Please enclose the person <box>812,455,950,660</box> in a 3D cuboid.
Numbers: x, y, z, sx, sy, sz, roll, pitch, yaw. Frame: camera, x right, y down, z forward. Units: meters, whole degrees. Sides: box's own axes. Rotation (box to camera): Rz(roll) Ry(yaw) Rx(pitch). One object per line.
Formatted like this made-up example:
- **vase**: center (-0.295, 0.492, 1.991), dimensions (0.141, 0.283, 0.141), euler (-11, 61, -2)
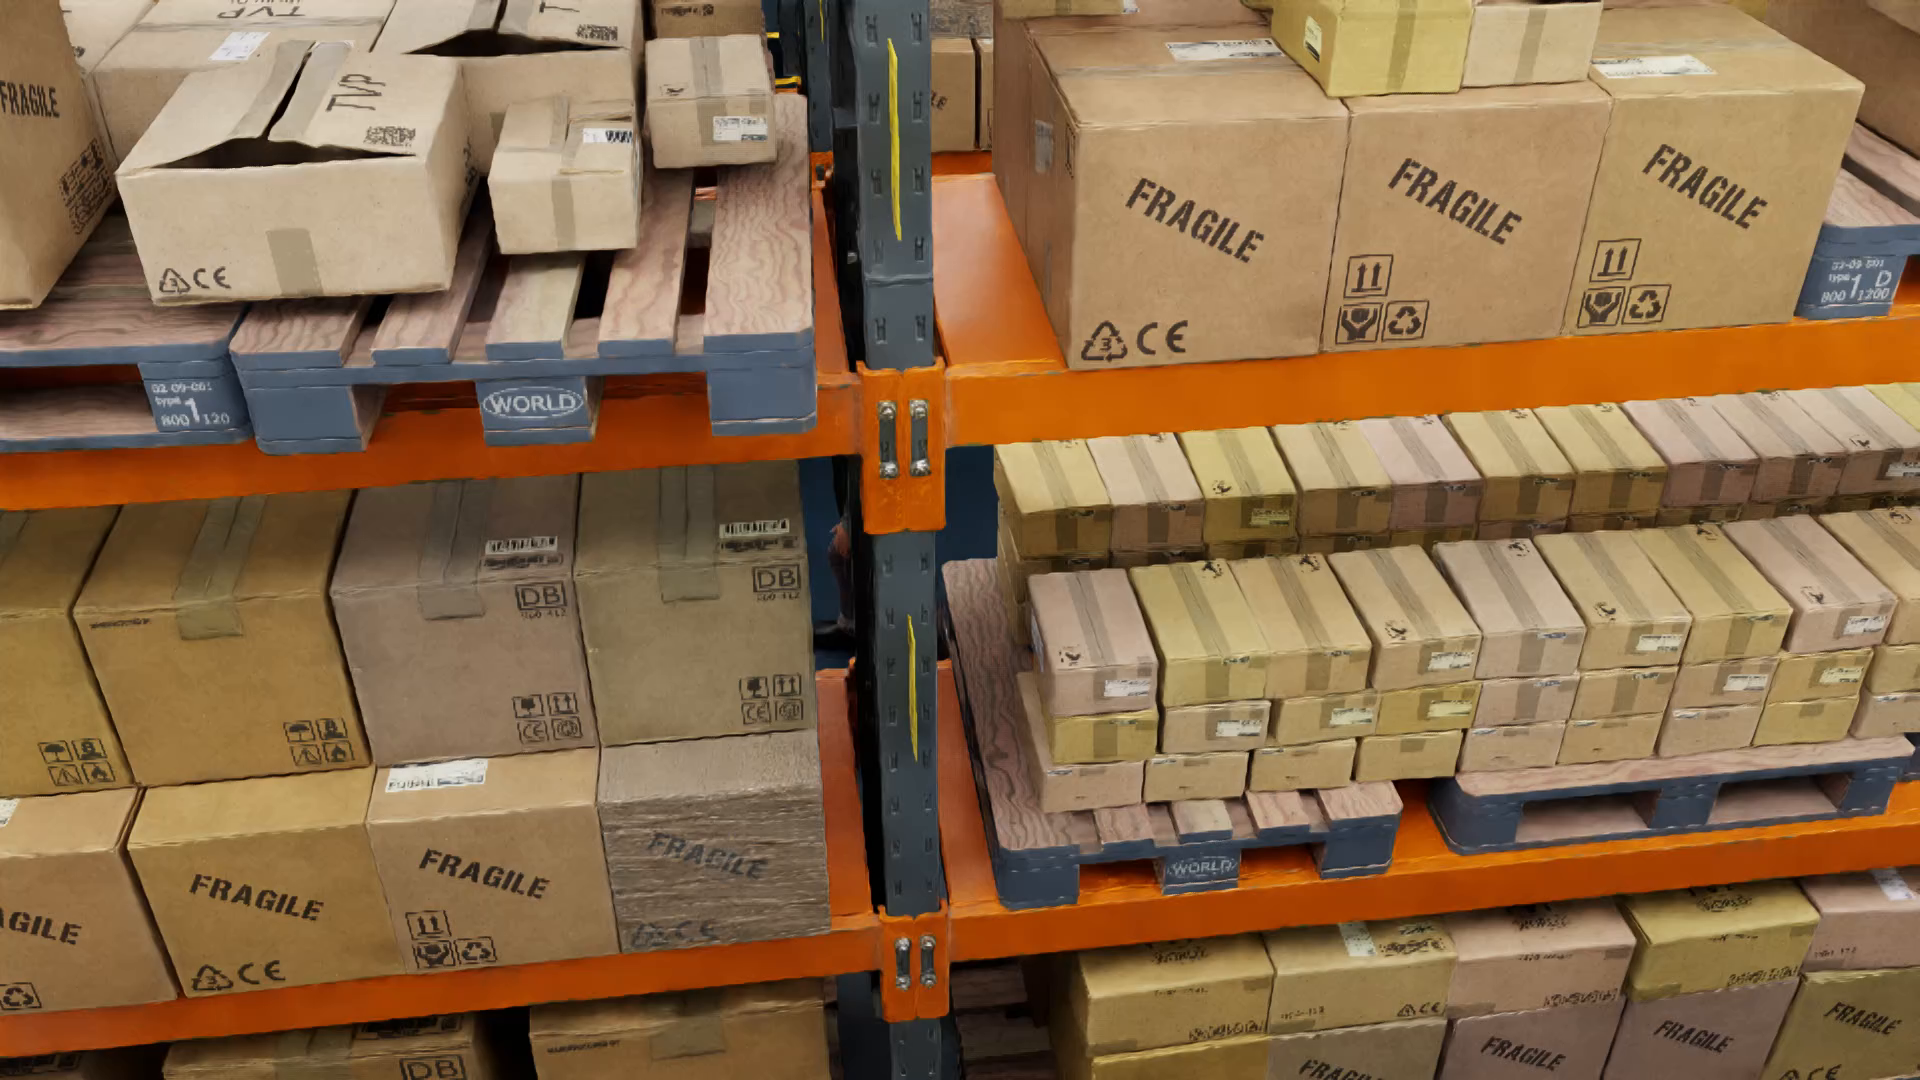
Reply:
- **person**: center (-0.275, -0.127, 6.378), dimensions (0.800, 1.687, 0.599), euler (2, 35, 2)
